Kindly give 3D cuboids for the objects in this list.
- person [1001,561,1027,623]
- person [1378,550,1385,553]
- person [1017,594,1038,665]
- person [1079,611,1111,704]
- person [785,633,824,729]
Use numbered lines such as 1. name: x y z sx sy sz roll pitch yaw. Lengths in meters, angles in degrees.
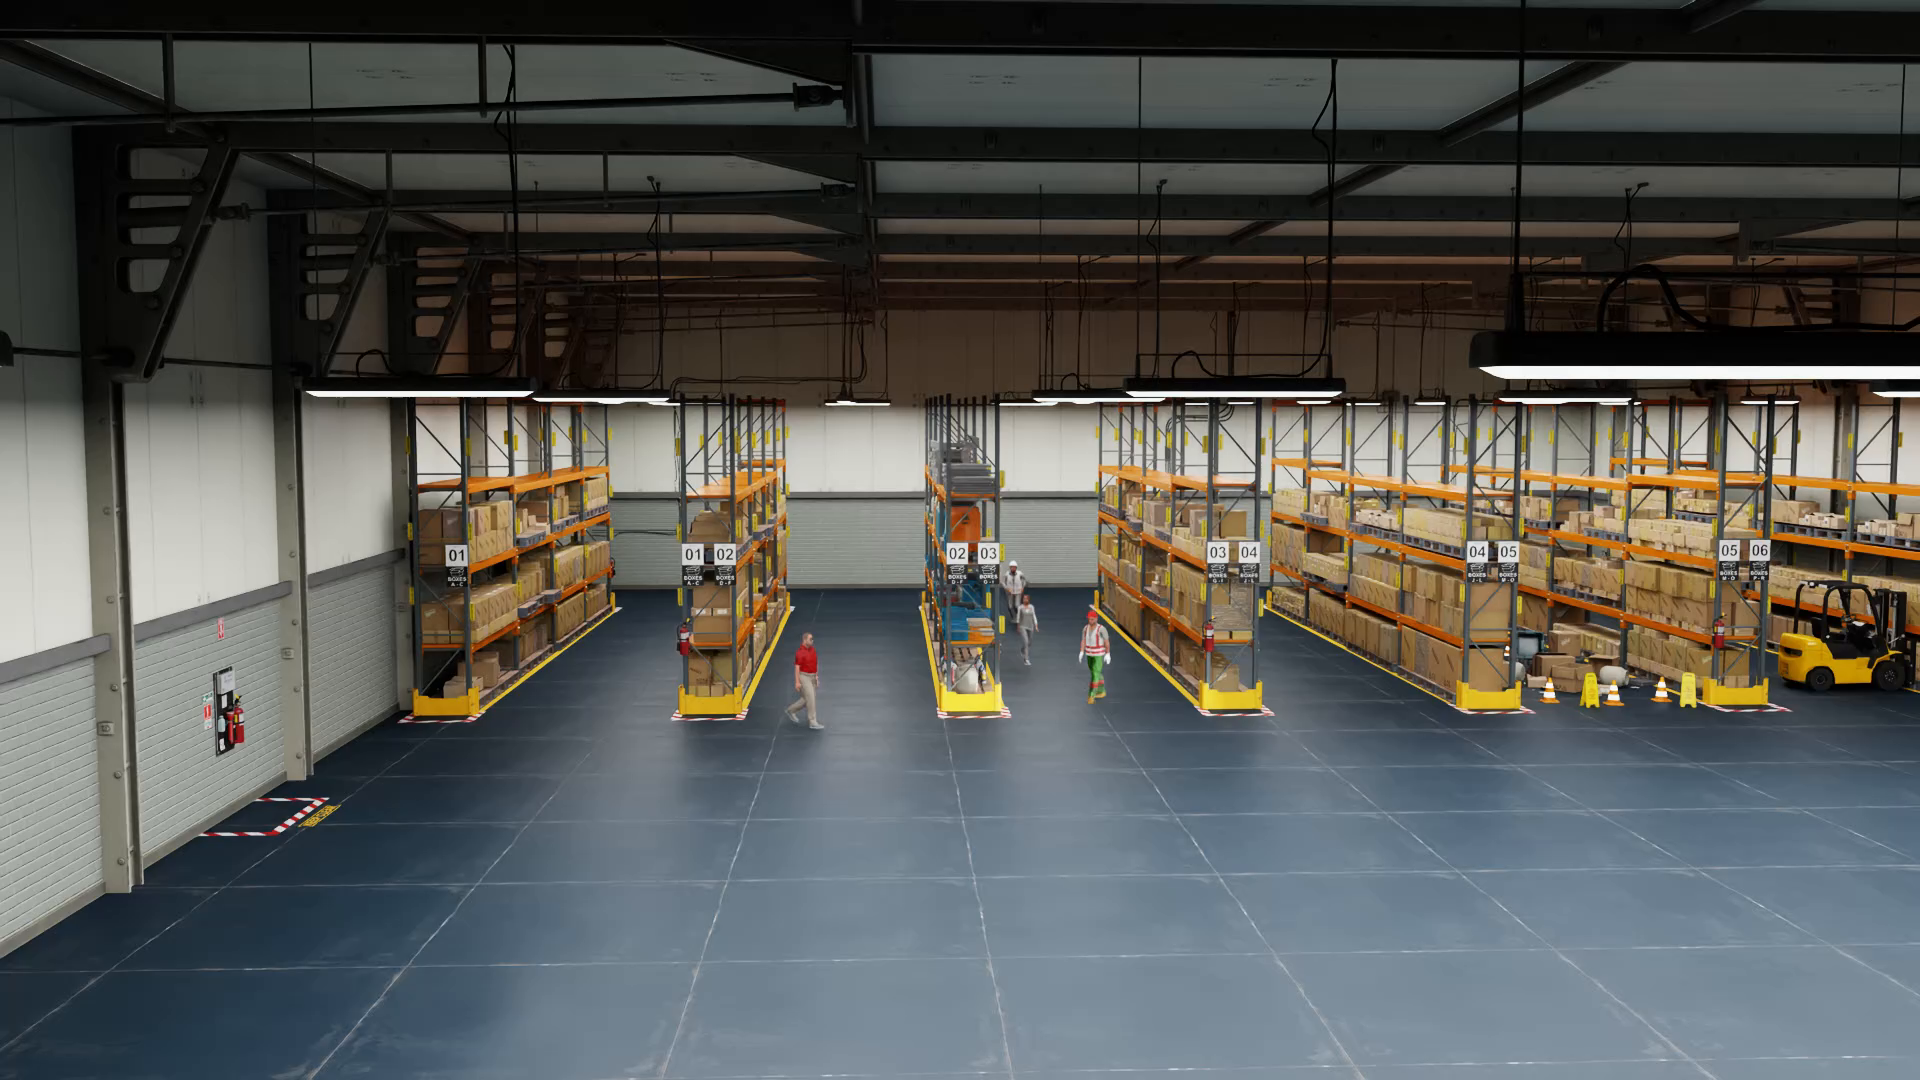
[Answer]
1. person: 1.451 1.385 44.291 0.687 1.683 0.719 0 5 5
2. person: 11.798 1.162 46.436 0.638 1.774 0.539 -4 6 -44
3. person: 1.487 1.989 37.288 0.420 1.537 0.899 -1 5 -18
4. person: 2.604 2.255 32.499 0.563 1.746 0.900 4 6 43
5. person: -2.765 2.505 29.875 0.888 1.692 0.591 2 5 24
